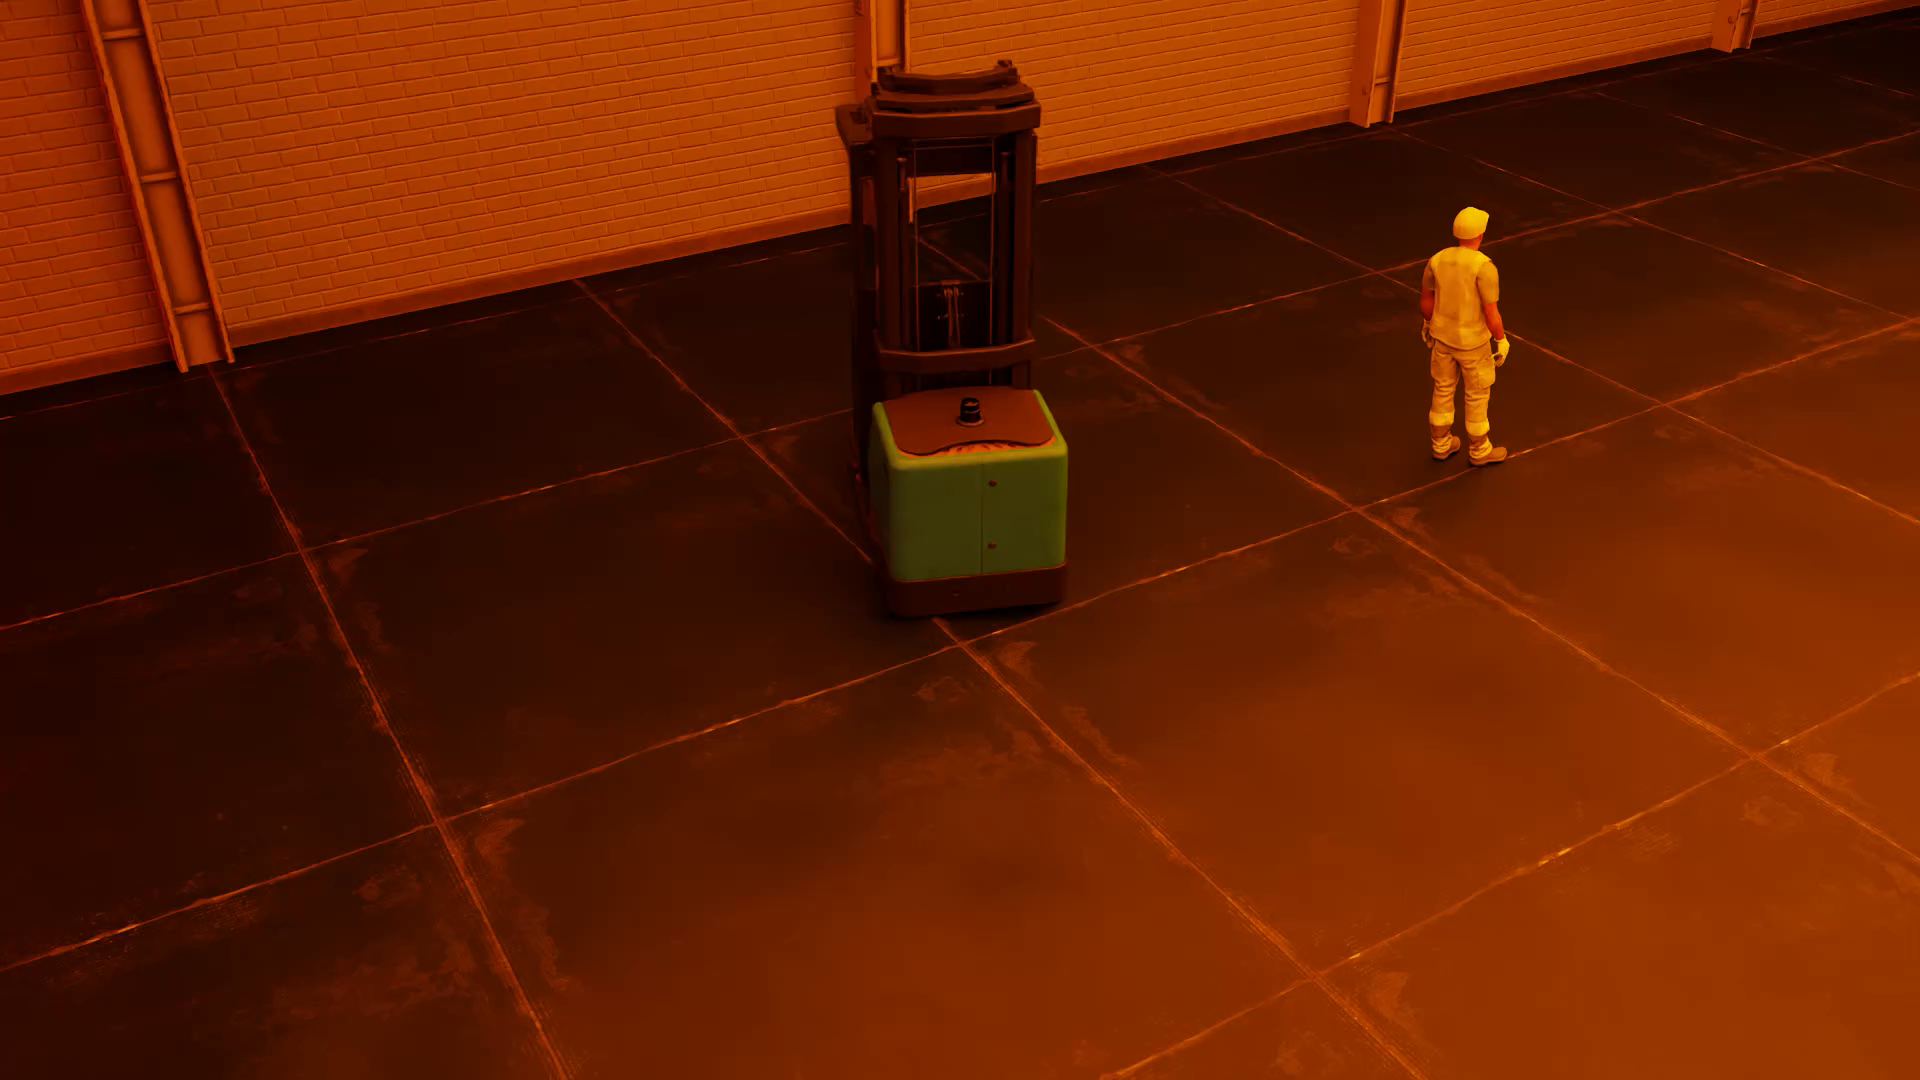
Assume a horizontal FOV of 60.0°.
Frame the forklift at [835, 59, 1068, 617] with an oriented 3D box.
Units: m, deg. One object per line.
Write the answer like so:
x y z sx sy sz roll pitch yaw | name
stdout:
-0.145 -1.554 10.243 1.130 2.935 3.031 -5 31 -9 | forklift

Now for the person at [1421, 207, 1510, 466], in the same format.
3.371 -1.359 11.014 0.565 1.787 0.637 -23 38 -33 | person
